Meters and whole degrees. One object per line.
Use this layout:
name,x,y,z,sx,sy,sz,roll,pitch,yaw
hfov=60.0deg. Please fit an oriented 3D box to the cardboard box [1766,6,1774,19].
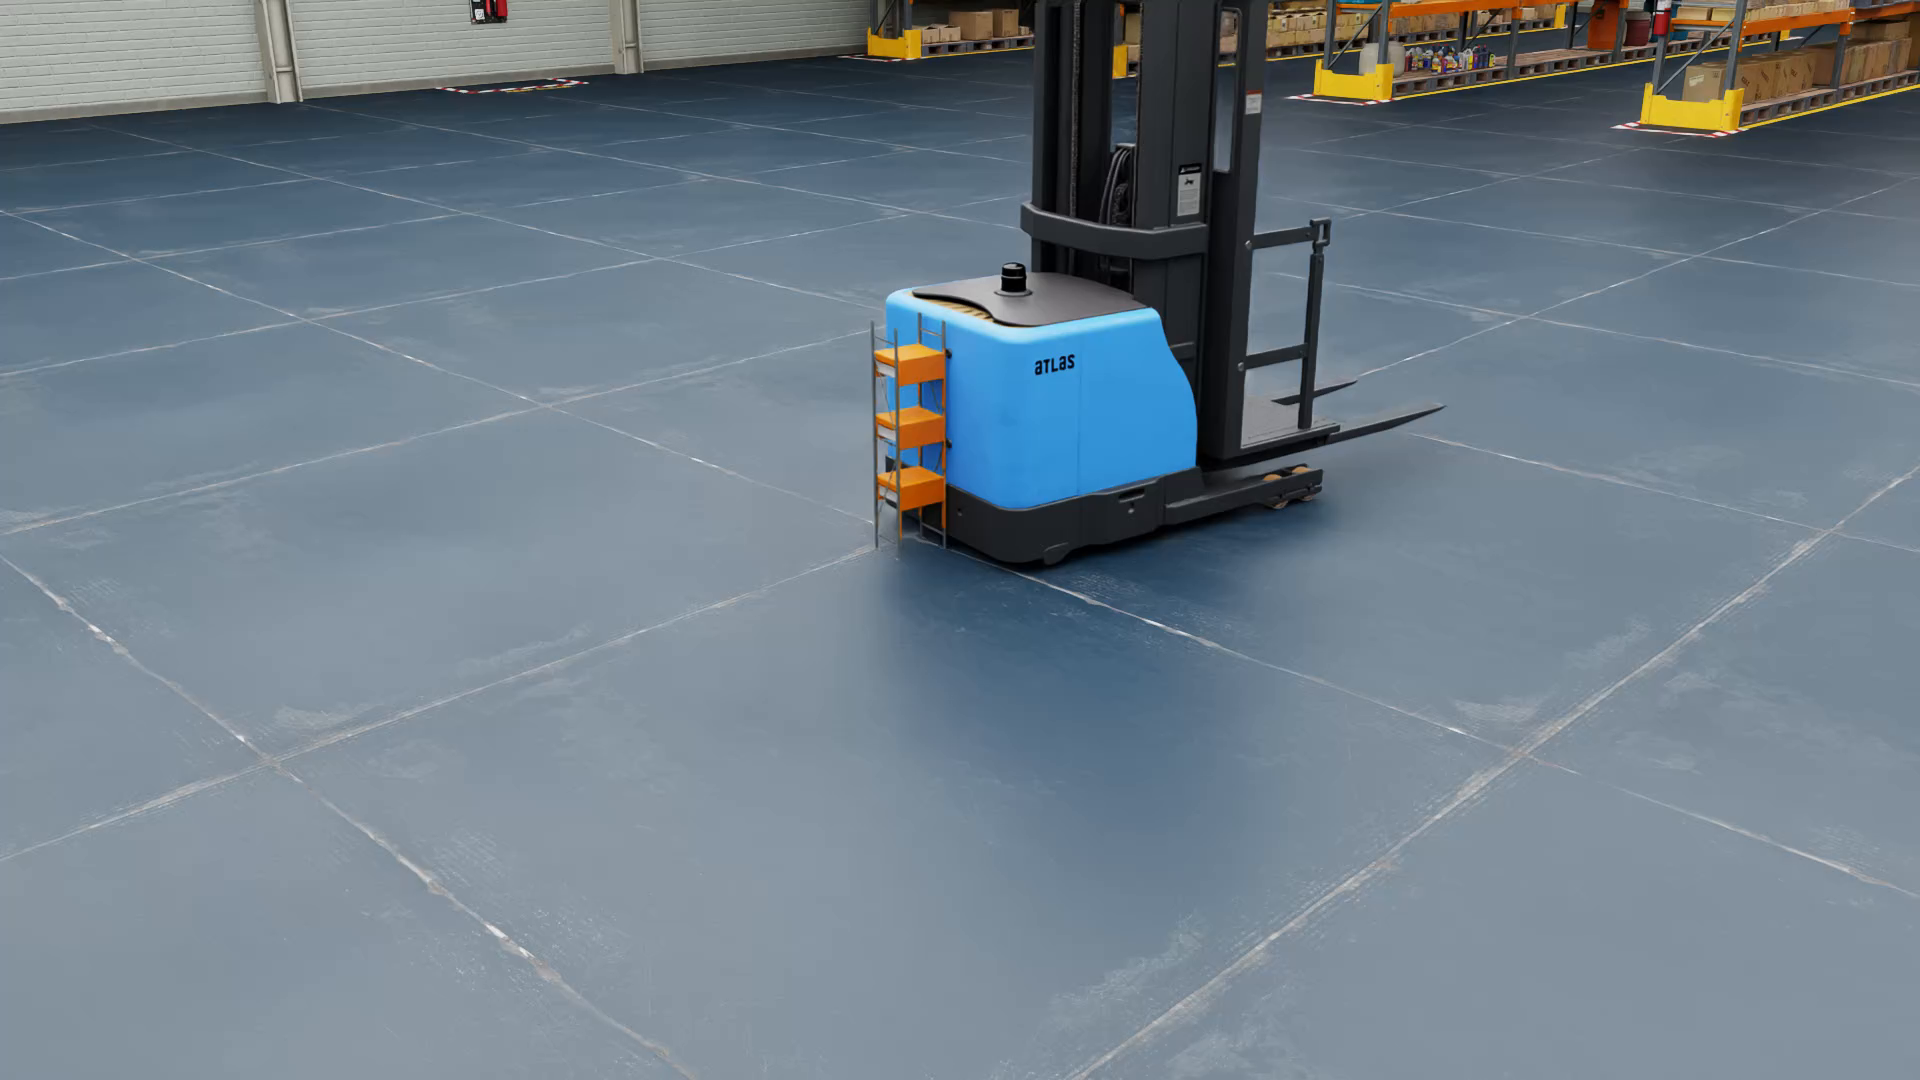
cardboard box,10.265,-6.818,21.483,0.380,0.149,0.250,19,28,41

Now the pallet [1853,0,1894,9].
pallet,12.790,-7.831,24.035,1.003,0.211,1.213,19,28,41

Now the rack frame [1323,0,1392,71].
rack frame,5.813,-7.972,24.135,1.000,3.000,0.127,19,28,41

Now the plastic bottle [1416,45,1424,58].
plastic bottle,7.315,-7.708,26.526,0.144,0.351,0.185,19,28,40

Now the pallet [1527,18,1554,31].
pallet,12.820,-11.799,37.979,1.003,0.211,1.213,19,28,41

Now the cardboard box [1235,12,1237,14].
cardboard box,6.108,-12.300,37.806,0.750,0.750,0.750,-19,28,-40

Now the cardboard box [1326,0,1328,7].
cardboard box,8.761,-13.131,40.454,0.700,0.500,0.500,18,27,39

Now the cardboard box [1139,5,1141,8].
cardboard box,3.831,-11.348,35.790,0.500,0.500,0.700,-20,29,-41

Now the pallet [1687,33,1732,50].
pallet,14.670,-9.954,33.177,1.003,0.211,1.213,19,28,41

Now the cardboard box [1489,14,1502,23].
cardboard box,11.682,-11.459,36.542,0.380,0.166,0.250,19,28,41

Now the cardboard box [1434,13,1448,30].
cardboard box,9.798,-10.884,34.581,0.500,0.500,0.500,20,29,41

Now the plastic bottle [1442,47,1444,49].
plastic bottle,7.862,-7.872,27.058,0.135,0.276,0.152,-19,28,-40

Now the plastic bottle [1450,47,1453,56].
plastic bottle,7.938,-7.849,26.987,0.061,0.283,0.133,19,28,41

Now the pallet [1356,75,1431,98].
pallet,6.403,-6.909,25.256,1.003,0.211,1.213,19,28,41

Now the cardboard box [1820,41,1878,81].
cardboard box,13.333,-7.213,25.032,0.700,0.500,0.500,16,26,36

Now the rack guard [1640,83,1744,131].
rack guard,9.415,-5.585,21.409,1.175,0.500,0.348,19,28,41

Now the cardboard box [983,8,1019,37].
cardboard box,0.810,-10.242,32.910,0.500,0.500,0.500,17,27,37

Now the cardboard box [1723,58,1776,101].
cardboard box,10.653,-6.236,22.518,0.500,0.500,0.500,-17,27,-37

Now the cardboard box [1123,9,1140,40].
cardboard box,3.115,-8.948,28.877,0.500,0.500,0.500,19,28,41

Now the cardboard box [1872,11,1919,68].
cardboard box,15.439,-8.165,27.013,1.225,0.875,0.875,18,27,38

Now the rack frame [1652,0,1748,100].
rack frame,9.362,-6.732,20.909,1.000,3.000,0.127,19,28,41

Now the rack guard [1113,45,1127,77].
rack guard,2.250,-8.040,27.795,1.175,0.500,0.348,19,28,41

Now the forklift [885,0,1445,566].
forklift,1.146,-1.655,7.795,3.031,2.935,1.130,-14,25,-33

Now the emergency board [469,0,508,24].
emergency board,-7.353,-8.680,25.976,0.194,1.169,0.643,19,28,41

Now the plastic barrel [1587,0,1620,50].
plastic barrel,11.723,-9.341,30.137,0.600,0.830,0.708,19,28,41

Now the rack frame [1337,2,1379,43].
rack frame,7.848,-11.269,32.713,1.000,3.000,0.127,19,28,41

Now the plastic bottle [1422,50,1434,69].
plastic bottle,7.439,-7.642,26.460,0.152,0.276,0.135,19,28,41

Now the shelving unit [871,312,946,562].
shelving unit,-0.221,-0.447,7.273,0.252,1.050,0.215,-14,25,-33

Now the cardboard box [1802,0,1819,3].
cardboard box,11.144,-7.572,22.541,0.875,0.500,0.500,19,28,41

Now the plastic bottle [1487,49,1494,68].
plastic bottle,8.505,-7.731,26.681,0.133,0.283,0.061,-18,28,-39

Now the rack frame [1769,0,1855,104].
rack frame,12.153,-7.761,23.584,1.000,3.000,0.127,19,28,41

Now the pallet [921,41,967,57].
pallet,-0.640,-9.369,31.657,1.003,0.211,1.213,19,28,41

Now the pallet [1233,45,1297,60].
pallet,5.543,-9.138,31.056,1.003,0.211,1.213,19,28,41

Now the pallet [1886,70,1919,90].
pallet,14.397,-7.287,26.238,1.003,0.211,1.213,19,28,41

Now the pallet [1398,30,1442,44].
pallet,9.247,-10.462,34.500,1.003,0.211,1.213,19,28,41

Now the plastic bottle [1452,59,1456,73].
plastic bottle,7.680,-7.398,25.930,0.097,0.201,0.097,0,21,0

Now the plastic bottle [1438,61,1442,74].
plastic bottle,7.374,-7.286,25.636,0.097,0.201,0.097,0,21,0

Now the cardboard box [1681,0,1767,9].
cardboard box,9.765,-7.052,21.188,0.875,0.500,0.500,19,28,41

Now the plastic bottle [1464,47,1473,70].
plastic bottle,8.002,-7.599,26.243,0.144,0.351,0.185,19,28,40

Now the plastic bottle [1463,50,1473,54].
plastic bottle,8.104,-7.678,26.552,0.152,0.276,0.135,19,28,41

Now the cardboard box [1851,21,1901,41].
cardboard box,14.134,-7.859,25.666,0.500,0.250,0.500,-16,26,-36

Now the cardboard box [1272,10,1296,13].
cardboard box,6.196,-9.982,31.830,0.500,0.311,0.500,19,28,40

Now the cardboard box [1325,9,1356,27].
cardboard box,7.301,-10.112,32.168,0.500,0.311,0.500,19,28,40

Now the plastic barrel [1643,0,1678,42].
plastic barrel,13.299,-9.956,31.635,0.600,0.901,0.708,19,28,41

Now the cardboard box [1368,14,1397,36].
cardboard box,8.370,-10.353,33.201,0.500,0.500,0.500,-19,28,-40

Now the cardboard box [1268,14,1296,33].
cardboard box,5.877,-9.586,30.800,0.500,0.311,0.500,19,28,40

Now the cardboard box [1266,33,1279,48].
cardboard box,5.516,-9.195,30.564,0.500,0.250,0.500,18,28,39

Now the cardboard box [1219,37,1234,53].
cardboard box,4.535,-8.853,29.675,0.500,0.250,0.500,19,28,41

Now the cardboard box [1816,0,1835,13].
cardboard box,11.720,-7.311,22.765,0.380,0.149,0.250,19,28,41

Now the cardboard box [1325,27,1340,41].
cardboard box,6.946,-9.723,31.939,0.500,0.250,0.500,-19,28,-41

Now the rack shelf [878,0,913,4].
rack shelf,0.110,-10.630,32.052,1.077,0.370,4.000,19,28,41

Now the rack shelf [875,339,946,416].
rack shelf,-0.221,-0.702,7.175,0.240,0.259,0.215,-14,25,-33

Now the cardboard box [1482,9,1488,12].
cardboard box,11.356,-11.658,36.859,0.500,0.311,0.500,19,28,41

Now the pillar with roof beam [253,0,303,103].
pillar with roof beam,-6.703,-9.486,19.712,9.100,9.000,0.400,19,28,41

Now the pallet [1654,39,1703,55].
pallet,13.617,-9.567,32.171,1.003,0.211,1.213,19,28,41
